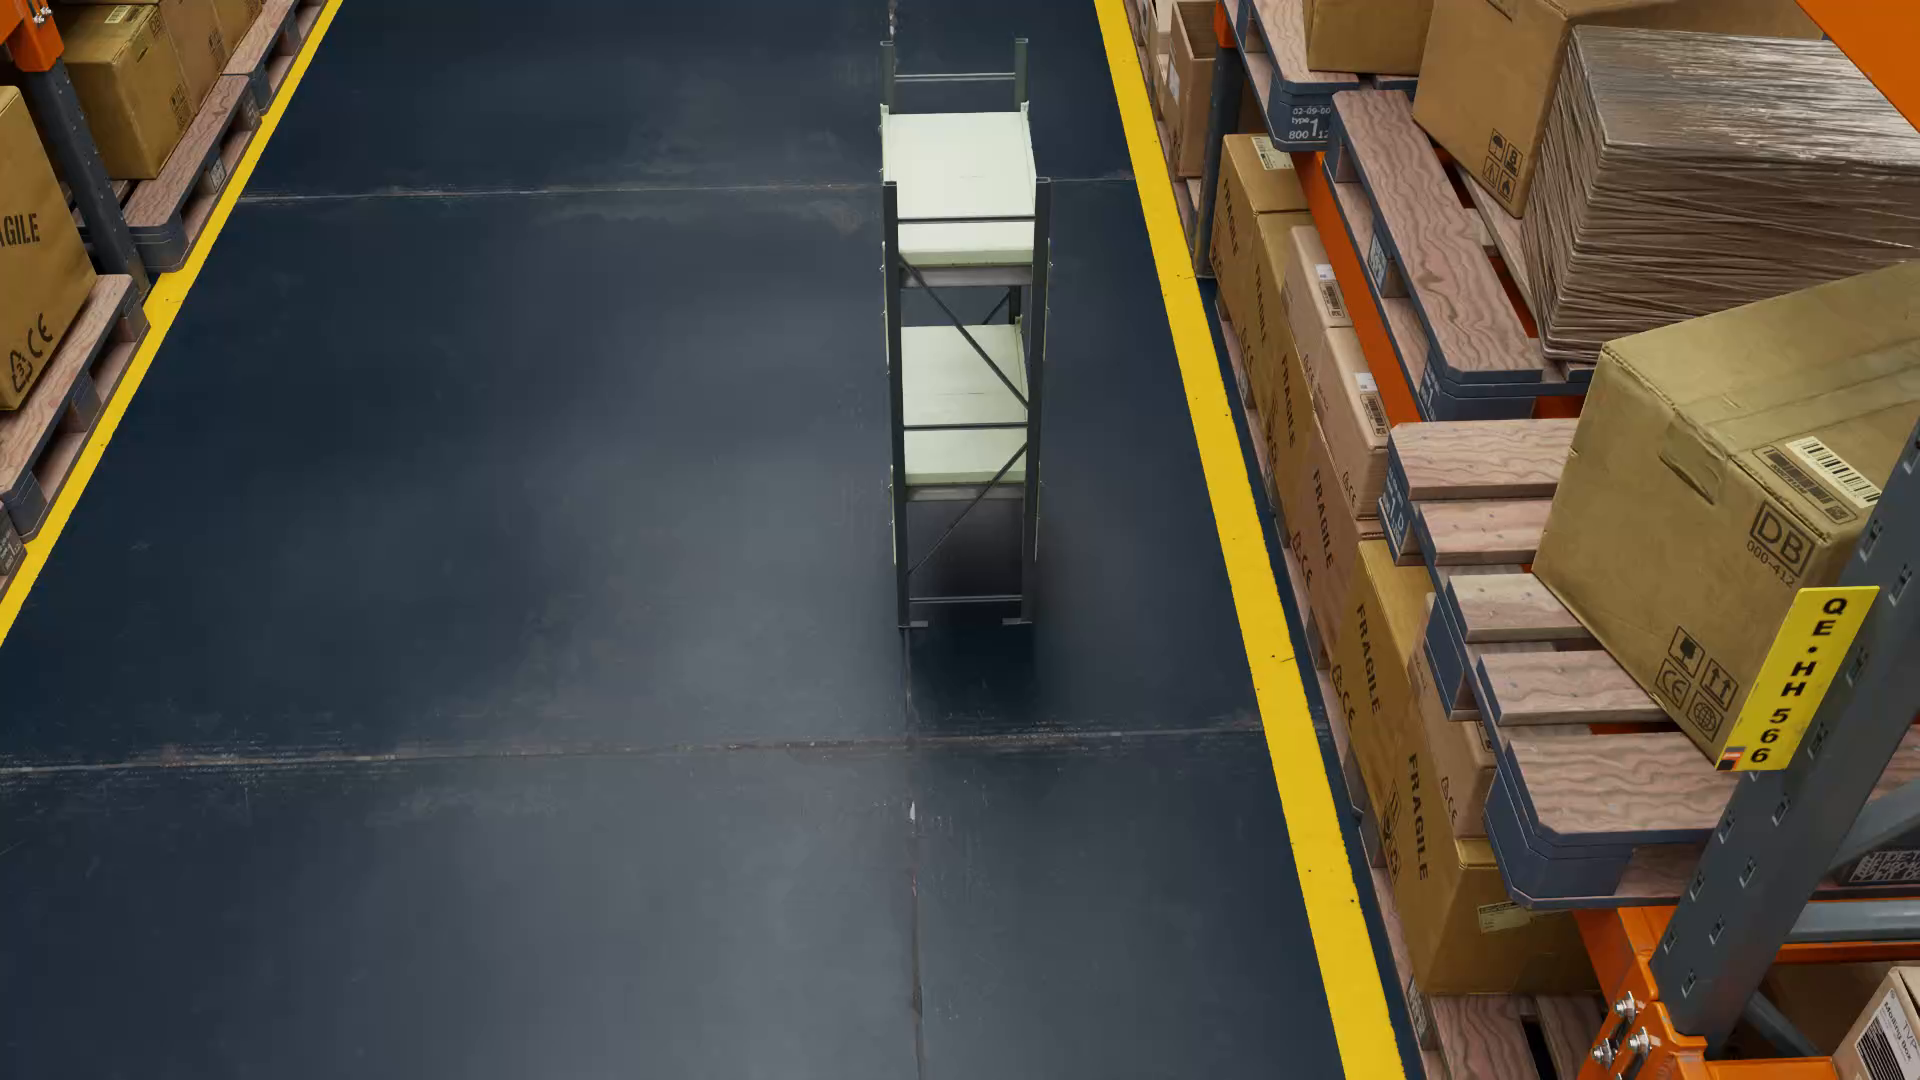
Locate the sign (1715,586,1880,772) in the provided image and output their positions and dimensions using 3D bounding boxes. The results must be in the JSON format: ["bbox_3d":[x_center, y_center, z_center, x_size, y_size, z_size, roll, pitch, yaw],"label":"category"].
[{"bbox_3d":[1.025,0.176,2.040,0.100,0.325,0.005,-2,43,-2],"label":"sign"}]

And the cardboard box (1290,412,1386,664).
[{"bbox_3d":[1.242,-0.017,4.573,0.500,0.500,0.500,-3,43,-3],"label":"cardboard box"}]

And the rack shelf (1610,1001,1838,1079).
[{"bbox_3d":[1.651,2.167,1.198,1.077,0.370,4.000,-2,43,-2],"label":"rack shelf"}]

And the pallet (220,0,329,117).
[{"bbox_3d":[-3.562,-2.317,7.622,1.003,0.211,1.213,-2,43,-2],"label":"pallet"}]

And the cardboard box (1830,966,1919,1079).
[{"bbox_3d":[1.538,0.831,2.189,0.500,0.311,0.500,1,43,1],"label":"cardboard box"}]

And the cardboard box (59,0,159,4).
[{"bbox_3d":[-3.314,-2.221,6.512,0.380,0.149,0.250,0,43,0],"label":"cardboard box"}]

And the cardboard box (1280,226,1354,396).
[{"bbox_3d":[1.216,-0.657,4.716,0.500,0.250,0.500,-2,43,-2],"label":"cardboard box"}]

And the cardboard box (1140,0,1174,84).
[{"bbox_3d":[1.057,-2.202,7.097,0.500,0.311,0.500,-2,43,-2],"label":"cardboard box"}]

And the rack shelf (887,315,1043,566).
[{"bbox_3d":[0.000,-0.308,4.959,0.431,0.370,0.720,-2,43,-2],"label":"rack shelf"}]

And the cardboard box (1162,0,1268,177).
[{"bbox_3d":[1.089,-1.766,6.481,0.500,0.500,0.500,-2,43,-2],"label":"cardboard box"}]

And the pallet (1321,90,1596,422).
[{"bbox_3d":[1.479,-0.690,3.925,1.003,0.211,1.213,-2,43,-2],"label":"pallet"}]

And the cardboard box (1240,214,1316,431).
[{"bbox_3d":[1.207,-0.696,5.314,0.500,0.500,0.500,-1,43,-1],"label":"cardboard box"}]

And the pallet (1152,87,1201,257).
[{"bbox_3d":[1.368,-1.584,6.822,1.003,0.211,1.213,-2,43,-2],"label":"pallet"}]

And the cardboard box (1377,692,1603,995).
[{"bbox_3d":[1.292,0.686,3.806,0.500,0.500,0.500,0,43,0],"label":"cardboard box"}]

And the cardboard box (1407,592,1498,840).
[{"bbox_3d":[1.285,0.372,3.594,0.500,0.250,0.500,0,43,0],"label":"cardboard box"}]

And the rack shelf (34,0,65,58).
[{"bbox_3d":[-3.638,-3.089,6.932,1.077,0.370,4.000,-2,43,-2],"label":"rack shelf"}]

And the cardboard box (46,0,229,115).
[{"bbox_3d":[-3.500,-2.084,6.843,0.700,0.500,0.500,-2,43,-2],"label":"cardboard box"}]

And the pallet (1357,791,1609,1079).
[{"bbox_3d":[1.572,1.075,3.921,1.003,0.211,1.213,-2,43,-2],"label":"pallet"}]

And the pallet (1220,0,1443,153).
[{"bbox_3d":[1.321,-1.535,4.847,1.003,0.211,1.213,-2,43,-2],"label":"pallet"}]

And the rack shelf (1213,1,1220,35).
[{"bbox_3d":[1.312,-3.234,7.090,1.077,0.370,4.000,-2,43,-2],"label":"rack shelf"}]

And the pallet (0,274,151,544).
[{"bbox_3d":[-3.445,-0.457,5.593,1.003,0.211,1.213,-2,43,-2],"label":"pallet"}]

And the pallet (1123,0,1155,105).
[{"bbox_3d":[1.313,-2.410,7.723,1.003,0.211,1.213,-2,43,-2],"label":"pallet"}]

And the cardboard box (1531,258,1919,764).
[{"bbox_3d":[1.427,-0.062,2.713,0.700,0.500,0.500,-15,45,-16],"label":"cardboard box"}]

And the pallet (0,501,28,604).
[{"bbox_3d":[-3.390,0.368,4.692,1.003,0.211,1.213,-2,43,-2],"label":"pallet"}]

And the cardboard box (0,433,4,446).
[{"bbox_3d":[-3.354,-0.331,4.672,0.750,0.750,0.750,0,43,0],"label":"cardboard box"}]

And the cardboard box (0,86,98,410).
[{"bbox_3d":[-3.395,-0.931,5.326,0.750,0.750,0.750,-1,43,-1],"label":"cardboard box"}]

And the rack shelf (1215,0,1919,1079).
[{"bbox_3d":[1.481,-0.533,4.144,1.077,0.370,4.000,-2,43,-2],"label":"rack shelf"}]

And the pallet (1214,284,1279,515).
[{"bbox_3d":[1.469,-0.573,5.719,1.003,0.211,1.213,-2,43,-2],"label":"pallet"}]

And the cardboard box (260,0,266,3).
[{"bbox_3d":[-3.549,-2.791,7.614,0.700,0.500,0.500,-3,43,-3],"label":"cardboard box"}]

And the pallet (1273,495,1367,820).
[{"bbox_3d":[1.524,0.253,4.818,1.003,0.211,1.213,-2,43,-2],"label":"pallet"}]

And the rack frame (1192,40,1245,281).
[{"bbox_3d":[1.396,-2.149,5.374,1.000,3.000,0.127,-2,43,-2],"label":"rack frame"}]

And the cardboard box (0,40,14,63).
[{"bbox_3d":[-3.674,-1.881,6.141,0.380,0.149,0.250,-2,43,-2],"label":"cardboard box"}]

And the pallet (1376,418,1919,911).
[{"bbox_3d":[1.467,0.167,2.990,1.213,0.211,1.003,-2,43,-2],"label":"pallet"}]

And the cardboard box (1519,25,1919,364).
[{"bbox_3d":[1.579,-0.685,3.392,0.700,0.500,0.500,6,43,6],"label":"cardboard box"}]

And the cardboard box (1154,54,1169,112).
[{"bbox_3d":[1.013,-1.888,6.874,0.380,0.149,0.250,-2,43,-2],"label":"cardboard box"}]

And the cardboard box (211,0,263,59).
[{"bbox_3d":[-3.520,-2.431,7.221,0.700,0.500,0.500,-1,43,-1],"label":"cardboard box"}]

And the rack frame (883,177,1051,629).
[{"bbox_3d":[0.016,-0.301,4.469,0.400,1.500,0.023,-2,43,-2],"label":"rack frame"}]

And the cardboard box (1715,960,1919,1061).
[{"bbox_3d":[1.833,0.996,3.468,0.500,0.500,0.500,0,43,0],"label":"cardboard box"}]

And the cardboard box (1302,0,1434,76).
[{"bbox_3d":[1.286,-1.552,4.338,0.700,0.500,0.500,5,43,5],"label":"cardboard box"}]

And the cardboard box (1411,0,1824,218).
[{"bbox_3d":[1.533,-1.149,3.899,0.700,0.500,0.500,-12,44,-13],"label":"cardboard box"}]

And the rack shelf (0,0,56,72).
[{"bbox_3d":[-3.468,-0.389,3.986,1.077,0.370,4.000,-2,43,-2],"label":"rack shelf"}]

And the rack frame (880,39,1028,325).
[{"bbox_3d":[-0.015,-0.795,5.008,0.400,1.500,0.023,-2,43,-2],"label":"rack frame"}]

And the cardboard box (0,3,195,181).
[{"bbox_3d":[-3.482,-1.745,6.473,0.700,0.500,0.500,-1,43,-1],"label":"cardboard box"}]

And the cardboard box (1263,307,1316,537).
[{"bbox_3d":[1.221,-0.358,4.945,0.500,0.500,0.500,-1,43,-1],"label":"cardboard box"}]

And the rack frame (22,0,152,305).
[{"bbox_3d":[-3.553,-2.004,5.216,1.000,3.000,0.127,-2,43,-2],"label":"rack frame"}]

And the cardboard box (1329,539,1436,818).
[{"bbox_3d":[1.270,0.337,4.187,0.500,0.500,0.500,-3,43,-3],"label":"cardboard box"}]

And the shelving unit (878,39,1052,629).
[{"bbox_3d":[0.000,-0.548,4.738,0.431,1.500,0.755,-2,43,-2],"label":"shelving unit"}]

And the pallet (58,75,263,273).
[{"bbox_3d":[-3.507,-1.492,6.721,1.003,0.211,1.213,-2,43,-2],"label":"pallet"}]

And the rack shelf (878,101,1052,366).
[{"bbox_3d":[0.000,-0.836,4.475,0.431,0.370,0.720,-2,43,-2],"label":"rack shelf"}]

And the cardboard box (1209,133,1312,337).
[{"bbox_3d":[1.174,-1.056,5.706,0.500,0.500,0.500,-3,43,-4],"label":"cardboard box"}]

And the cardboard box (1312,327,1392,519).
[{"bbox_3d":[1.238,-0.318,4.347,0.500,0.250,0.500,-2,43,-3],"label":"cardboard box"}]
